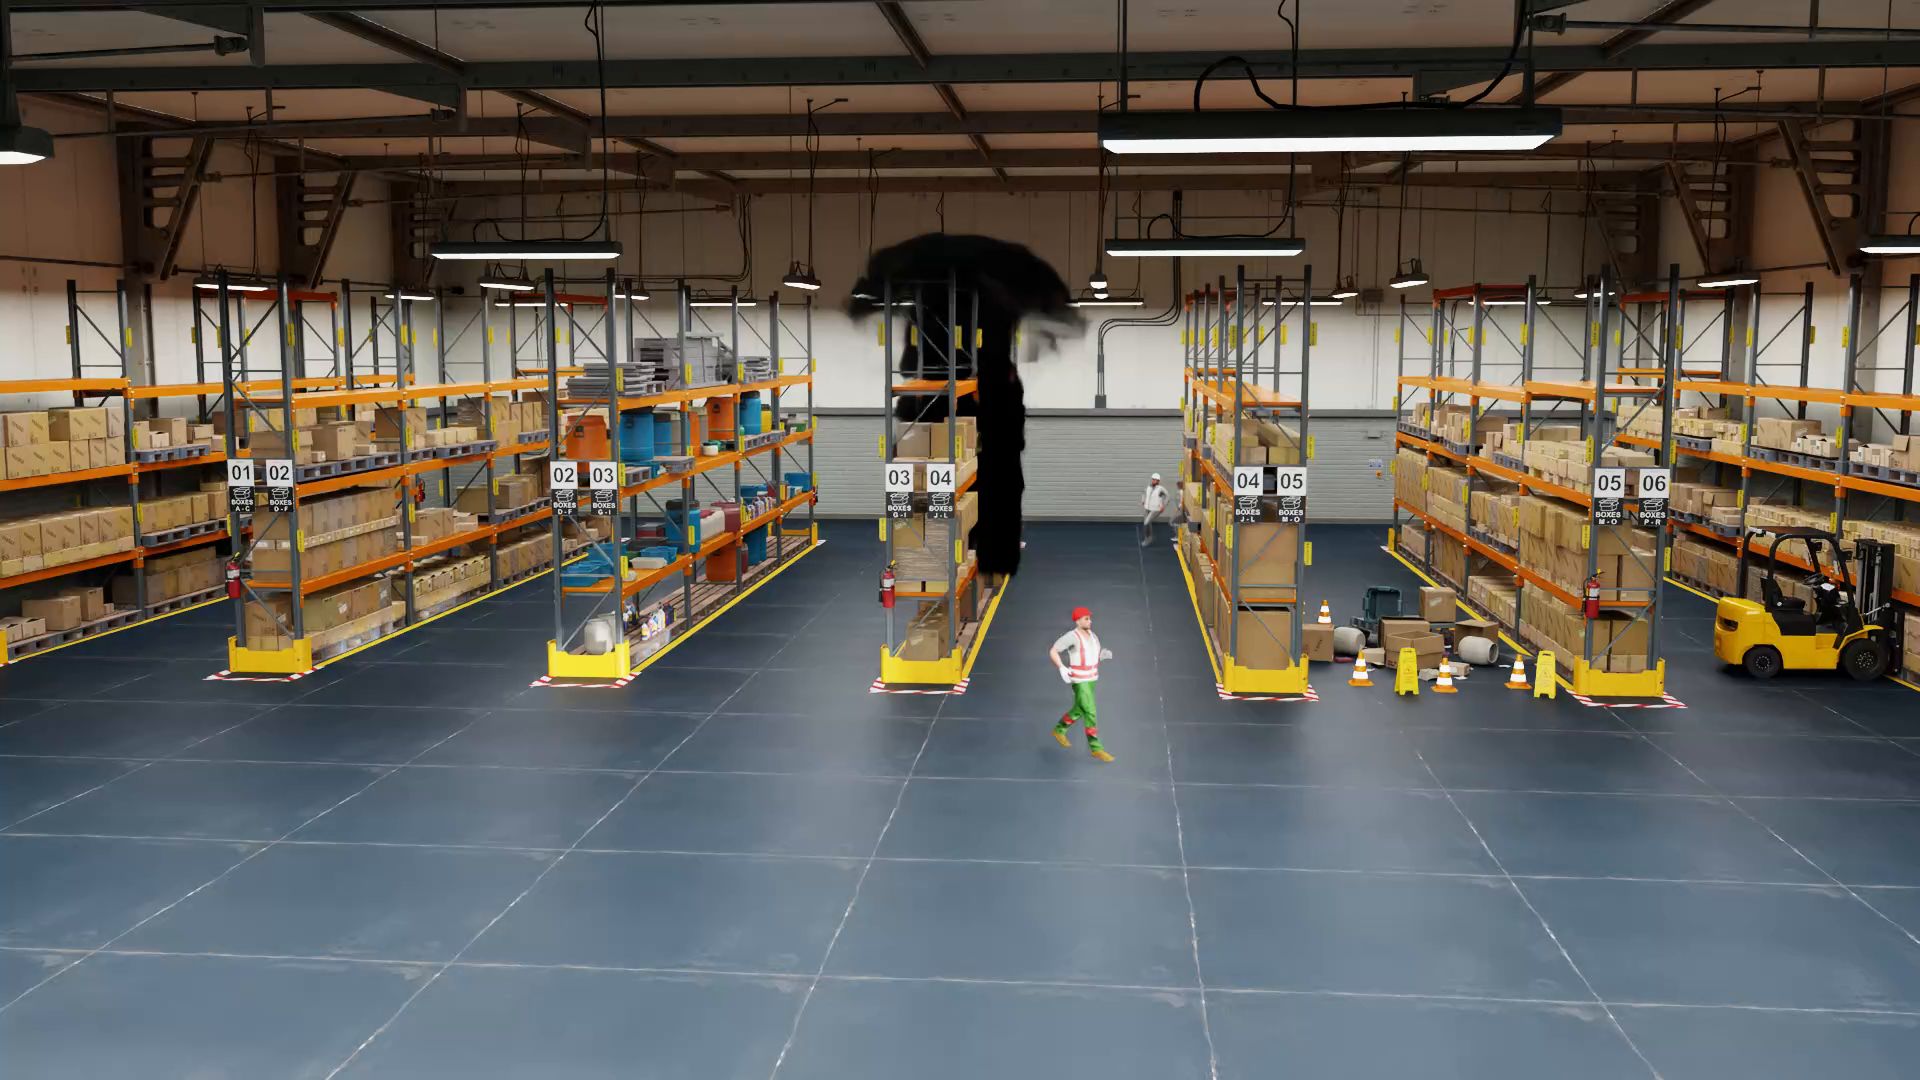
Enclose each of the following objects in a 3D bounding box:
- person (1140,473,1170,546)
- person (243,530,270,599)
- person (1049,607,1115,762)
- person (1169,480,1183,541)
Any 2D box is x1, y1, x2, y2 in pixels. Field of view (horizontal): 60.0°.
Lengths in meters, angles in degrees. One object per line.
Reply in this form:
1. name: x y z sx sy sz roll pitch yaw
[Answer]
1. person: 4.664 -0.721 40.121 0.678 1.781 0.716 -7 10 -43
2. person: -12.157 0.659 28.965 0.564 1.740 0.717 0 7 -3
3. person: 1.463 1.681 19.829 0.982 1.786 0.662 5 9 37
4. person: 5.375 -0.715 40.860 0.460 1.529 0.562 3 8 24
